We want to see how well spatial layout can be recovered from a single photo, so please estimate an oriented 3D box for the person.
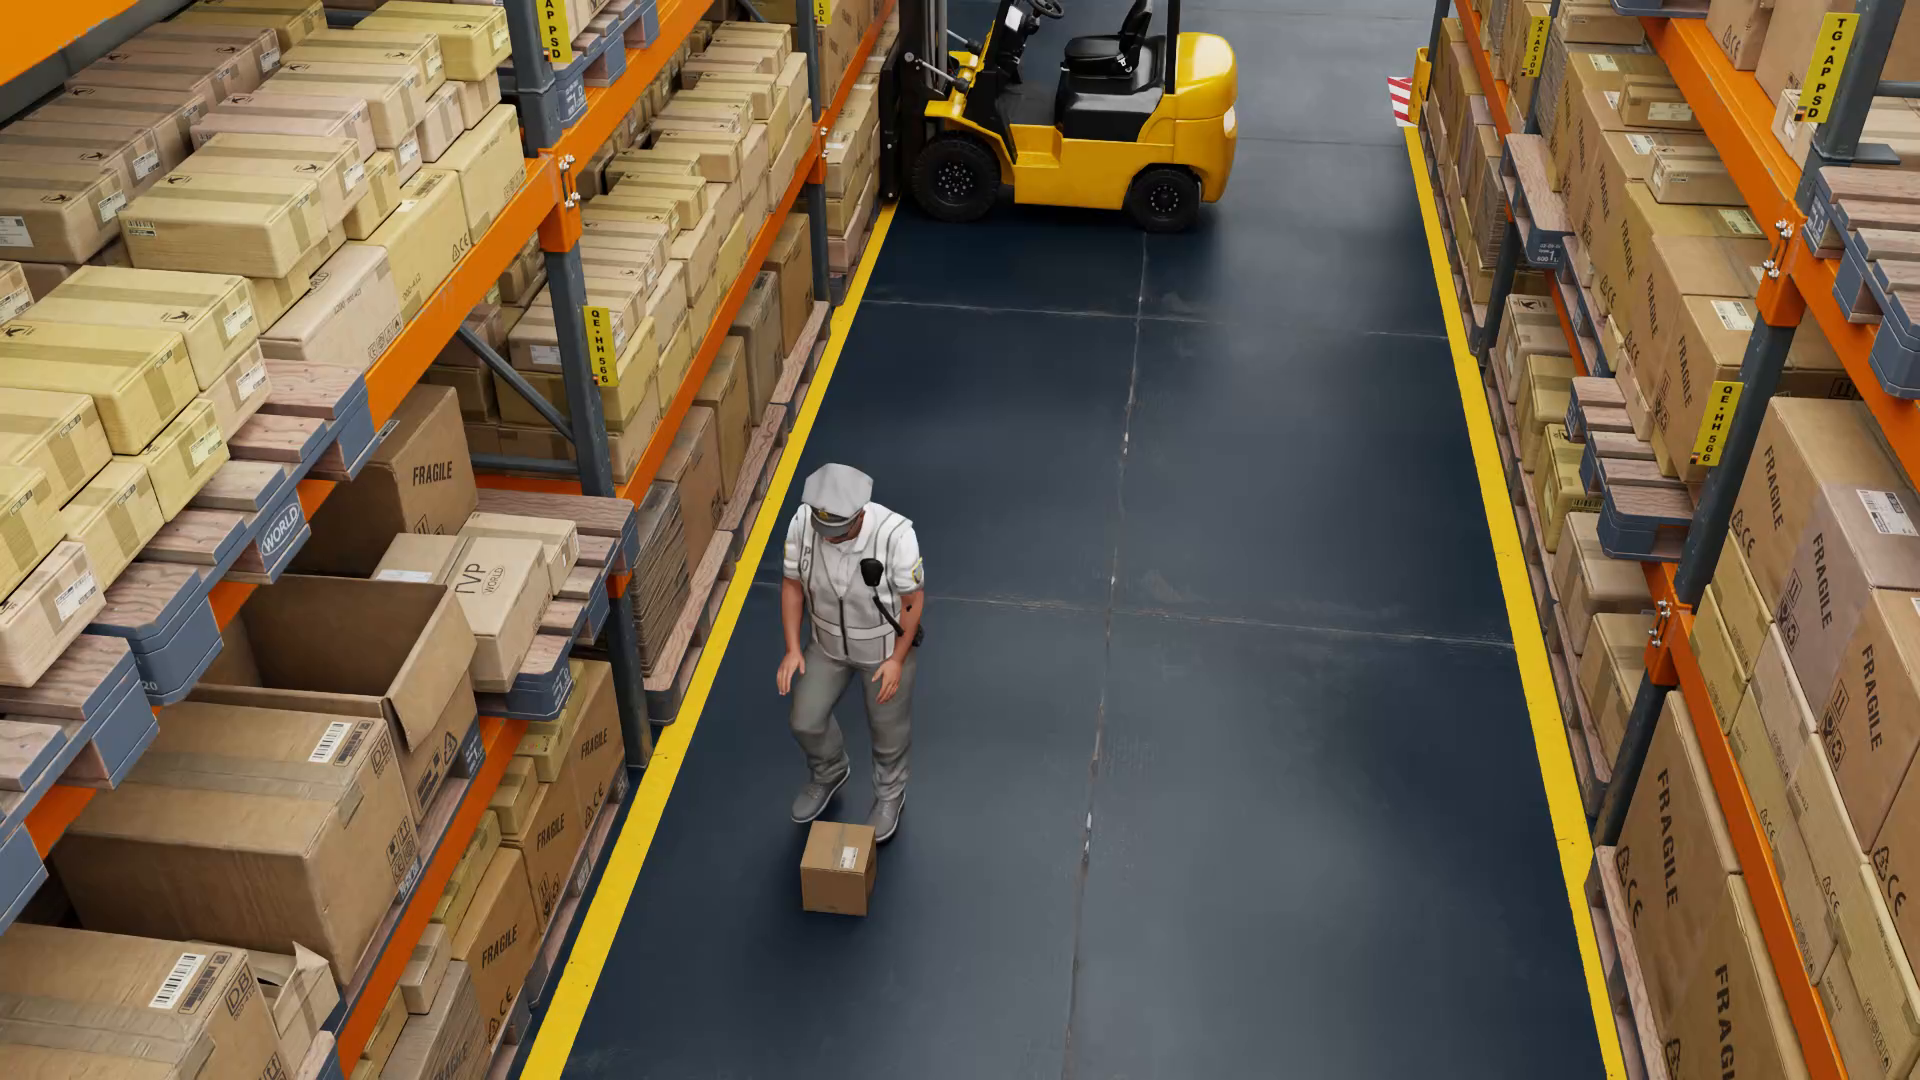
[{"bbox_3d":[-0.476,0.448,6.421,0.463,1.759,0.399,10,37,14],"label":"person"}]
